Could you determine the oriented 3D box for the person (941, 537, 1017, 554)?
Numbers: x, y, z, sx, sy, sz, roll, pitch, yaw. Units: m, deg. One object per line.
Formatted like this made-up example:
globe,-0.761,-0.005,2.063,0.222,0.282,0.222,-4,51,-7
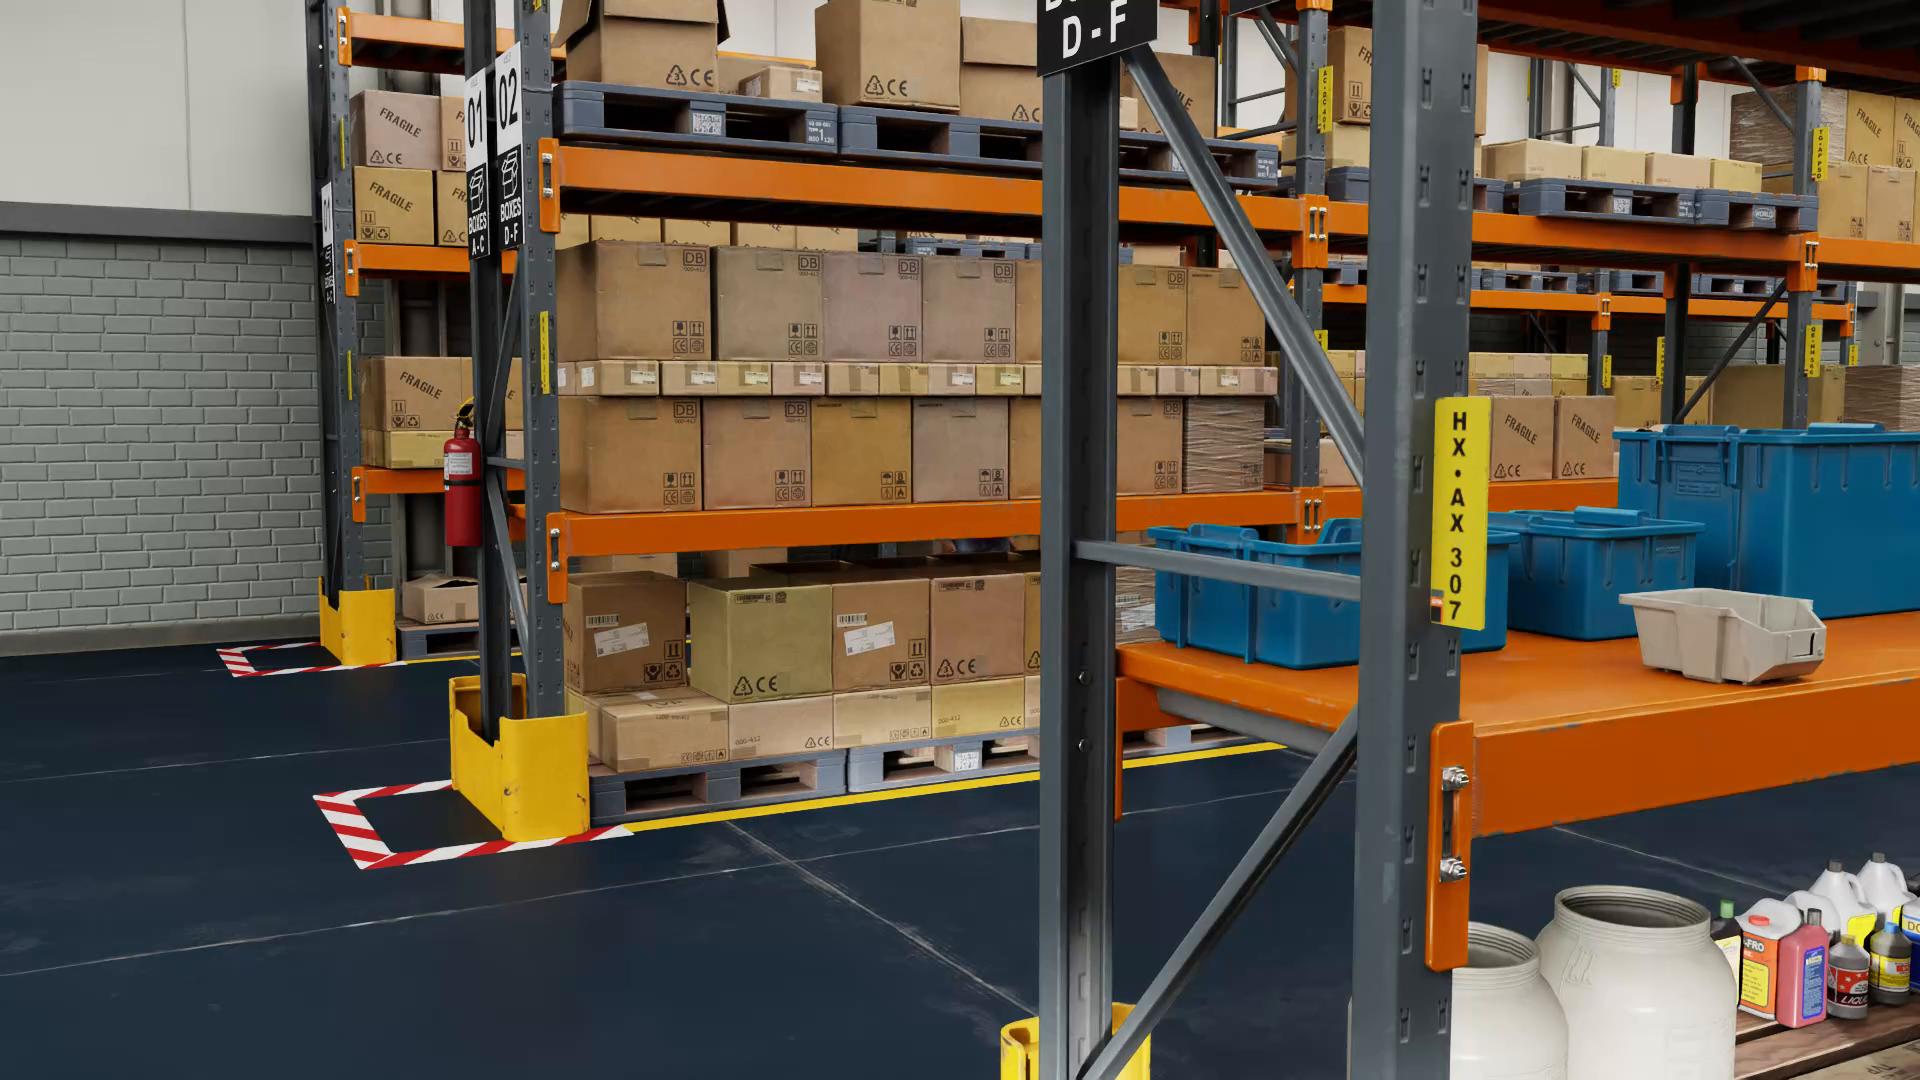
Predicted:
person,0.128,0.016,10.651,0.575,1.807,0.377,-3,6,-29
